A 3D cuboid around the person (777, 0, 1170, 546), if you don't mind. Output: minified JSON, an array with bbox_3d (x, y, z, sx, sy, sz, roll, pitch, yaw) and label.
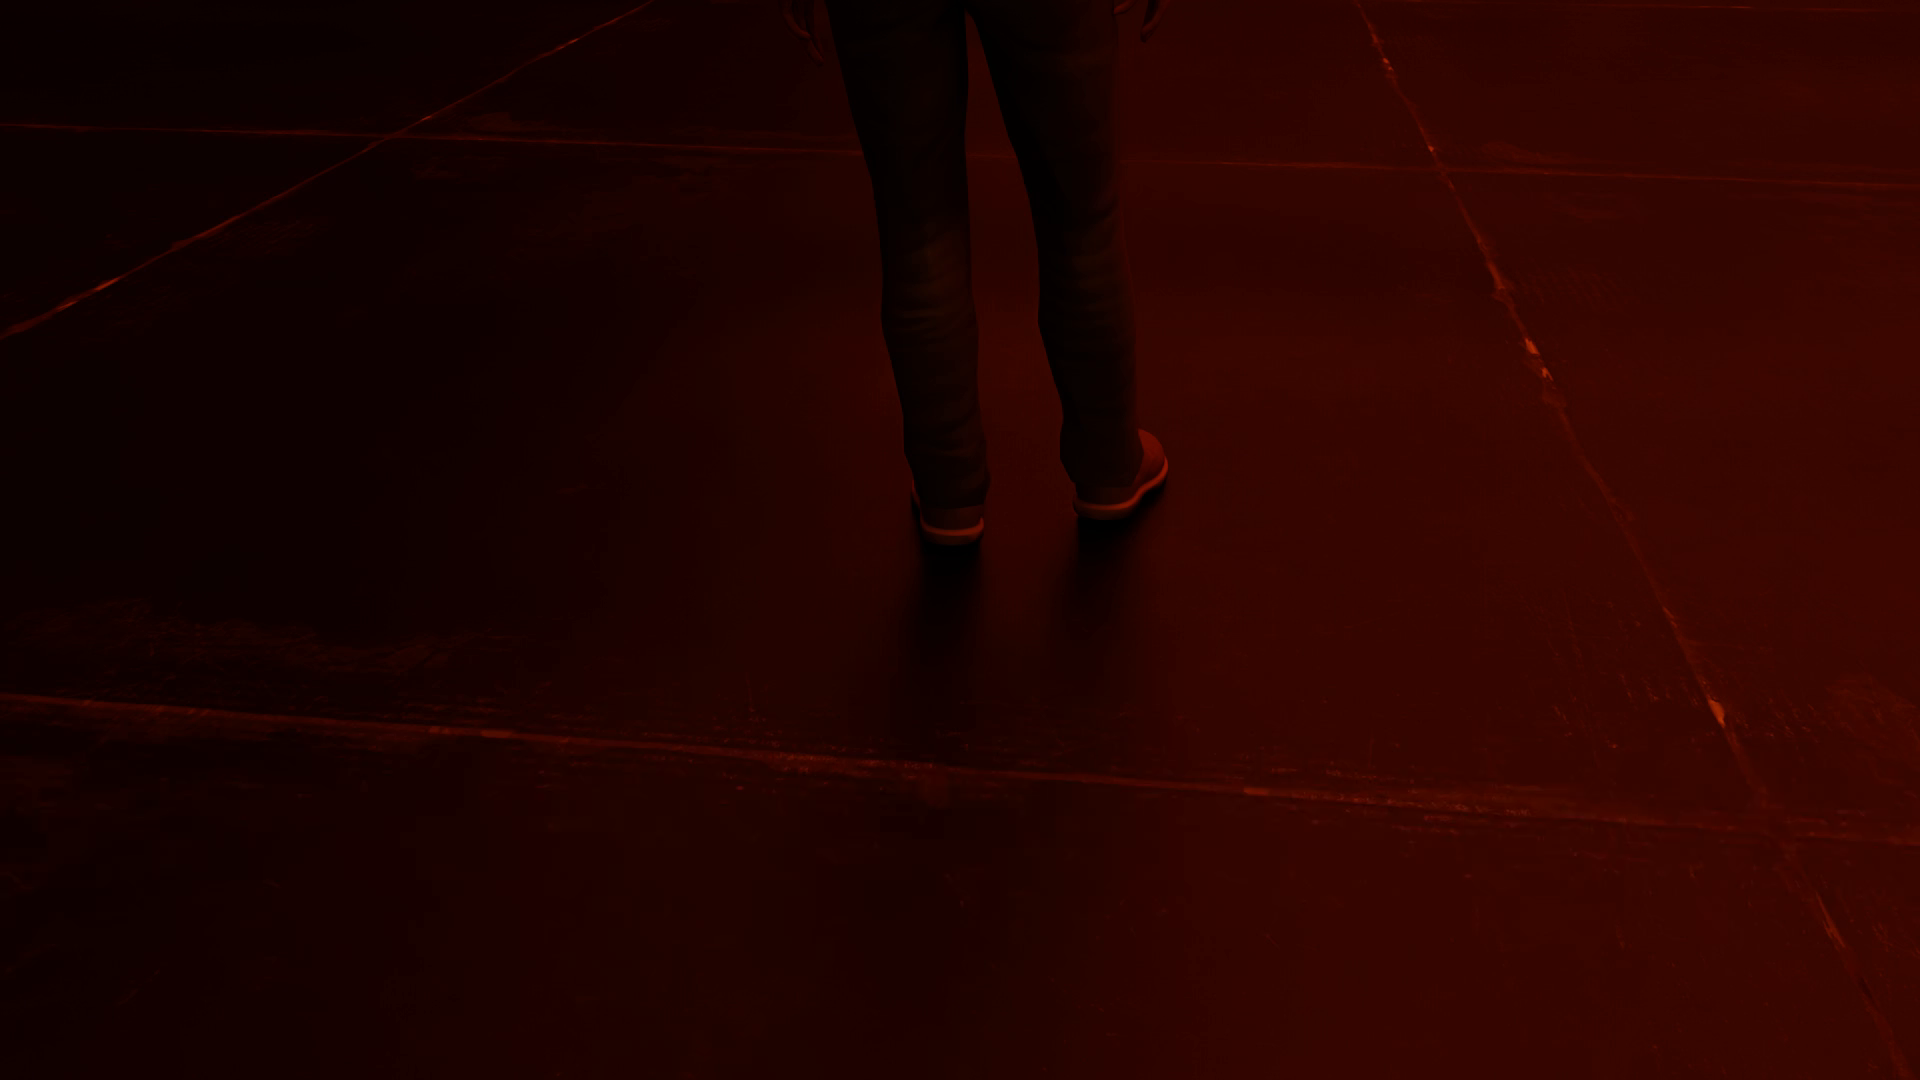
[{"bbox_3d":[0.031,-0.784,2.203,0.569,1.654,0.504,3,27,7],"label":"person"}]
